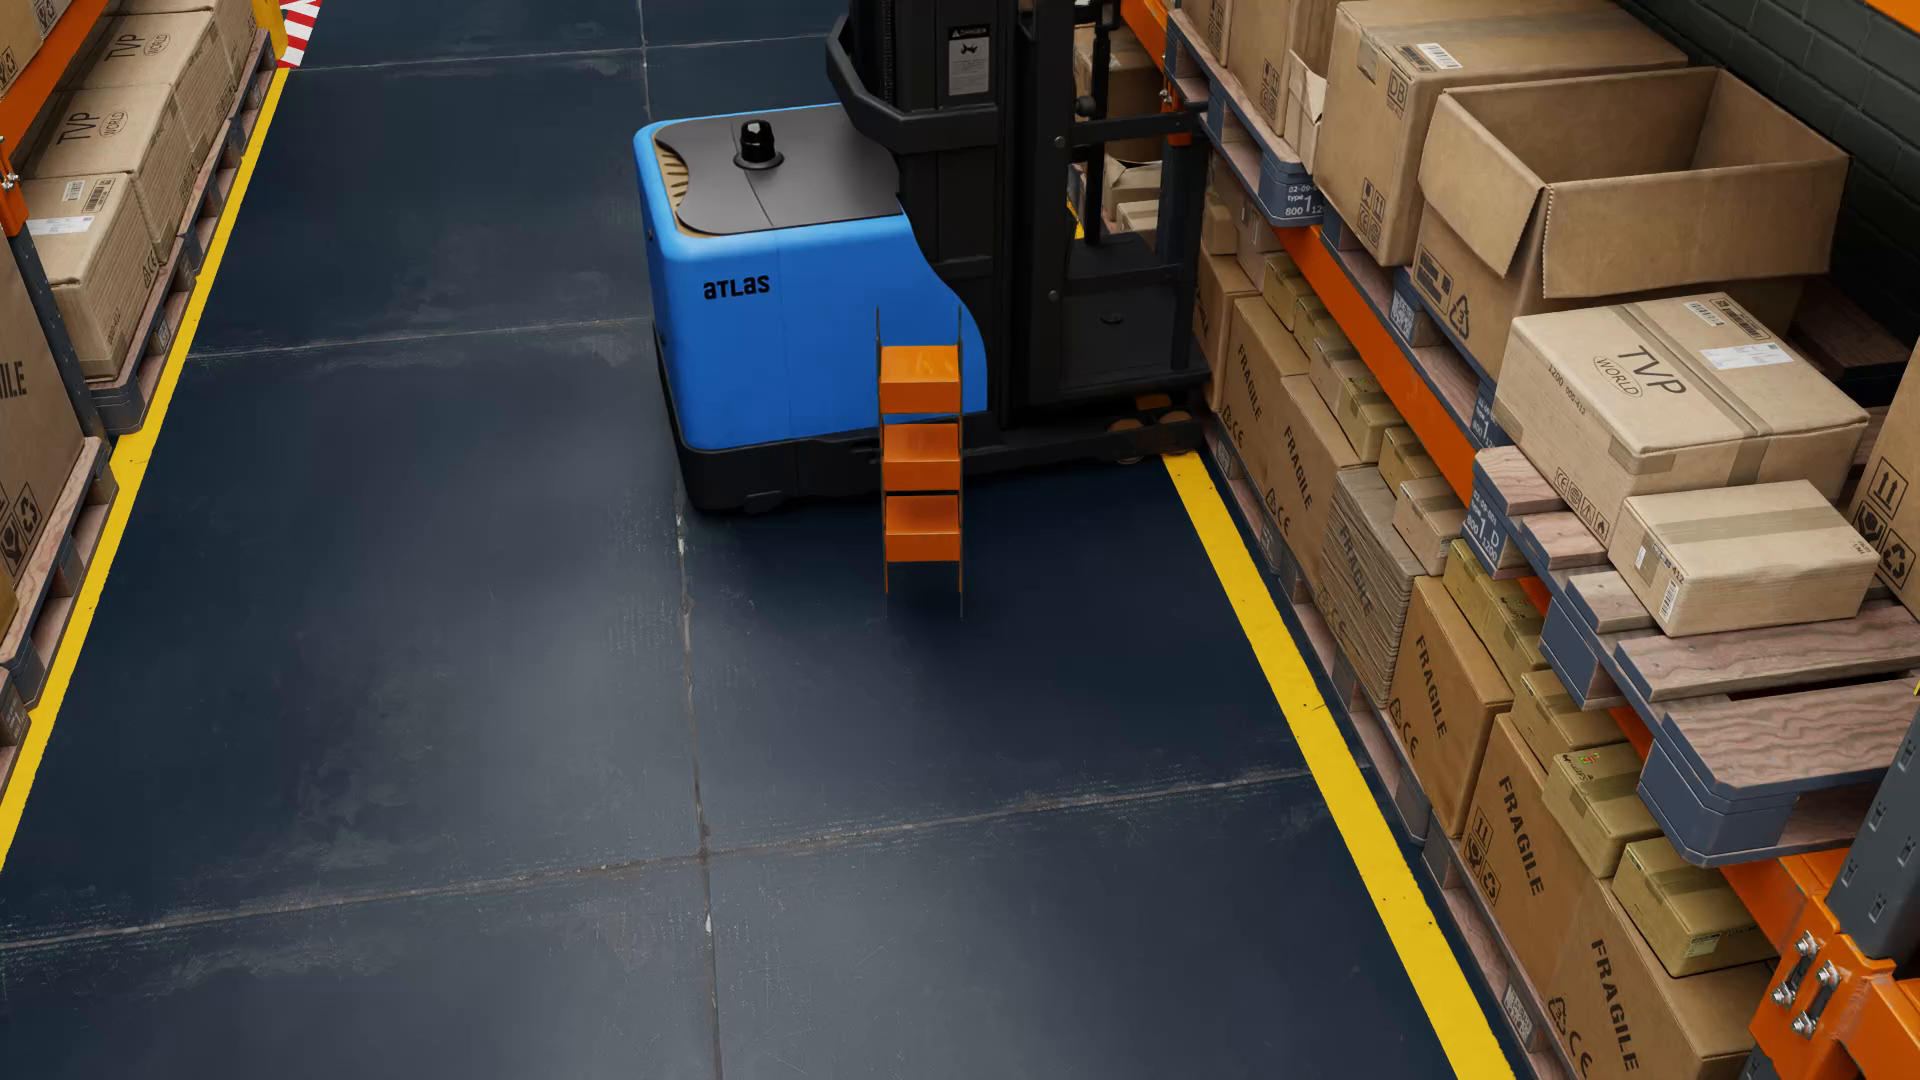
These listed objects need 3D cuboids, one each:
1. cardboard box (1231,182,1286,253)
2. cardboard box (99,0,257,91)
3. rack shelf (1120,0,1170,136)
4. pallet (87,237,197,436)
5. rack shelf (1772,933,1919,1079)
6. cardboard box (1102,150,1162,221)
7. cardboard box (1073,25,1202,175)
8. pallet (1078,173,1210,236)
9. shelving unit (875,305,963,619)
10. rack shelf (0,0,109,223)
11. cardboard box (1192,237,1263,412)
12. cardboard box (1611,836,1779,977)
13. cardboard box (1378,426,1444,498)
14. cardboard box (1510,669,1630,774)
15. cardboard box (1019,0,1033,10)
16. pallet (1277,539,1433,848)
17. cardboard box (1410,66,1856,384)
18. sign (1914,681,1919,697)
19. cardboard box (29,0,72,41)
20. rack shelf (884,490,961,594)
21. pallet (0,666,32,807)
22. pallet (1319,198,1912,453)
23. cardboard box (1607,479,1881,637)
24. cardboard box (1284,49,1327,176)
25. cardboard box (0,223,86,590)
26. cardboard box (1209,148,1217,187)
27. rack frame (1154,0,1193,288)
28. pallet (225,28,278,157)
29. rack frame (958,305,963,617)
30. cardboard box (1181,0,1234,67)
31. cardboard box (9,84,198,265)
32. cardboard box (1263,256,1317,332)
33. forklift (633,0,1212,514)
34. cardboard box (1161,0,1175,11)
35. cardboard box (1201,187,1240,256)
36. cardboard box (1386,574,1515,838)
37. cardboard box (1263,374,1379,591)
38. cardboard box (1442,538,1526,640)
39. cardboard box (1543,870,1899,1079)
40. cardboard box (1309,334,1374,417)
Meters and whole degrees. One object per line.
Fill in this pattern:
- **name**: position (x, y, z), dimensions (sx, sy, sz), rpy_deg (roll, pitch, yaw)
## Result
- **cardboard box**: position (1.152, -1.118, 5.668), dimensions (0.380, 0.149, 0.250), rpy_deg (-8, 39, -10)
- **cardboard box**: position (-4.115, -2.609, 8.409), dimensions (0.875, 0.438, 0.875), rpy_deg (-7, 38, -9)
- **rack shelf**: position (0.907, -2.887, 7.607), dimensions (1.077, 0.370, 4.000), rpy_deg (-6, 38, -8)
- **pallet**: position (-3.685, -0.793, 6.599), dimensions (1.003, 0.211, 1.213), rpy_deg (-6, 38, -8)
- **rack shelf**: position (2.310, 1.945, 1.387), dimensions (1.077, 0.370, 4.000), rpy_deg (-6, 38, -8)
- **cardboard box**: position (0.808, -1.570, 7.212), dimensions (0.396, 0.266, 0.258), rpy_deg (-5, 38, -6)
- **cardboard box**: position (0.864, -2.030, 7.614), dimensions (0.700, 0.500, 0.500), rpy_deg (-8, 38, -10)
- **pallet**: position (1.138, -1.276, 7.221), dimensions (1.003, 0.211, 1.213), rpy_deg (-6, 38, -8)
- **shelving unit**: position (-0.120, -0.221, 5.179), dimensions (0.252, 1.050, 0.215), rpy_deg (-1, 38, -1)
- **rack shelf**: position (-3.979, -2.351, 6.917), dimensions (1.077, 0.370, 4.000), rpy_deg (-6, 38, -8)
- **cardboard box**: position (1.121, -0.825, 6.062), dimensions (0.500, 0.500, 0.500), rpy_deg (-5, 38, -6)
- **cardboard box**: position (1.623, 0.747, 3.510), dimensions (0.380, 0.149, 0.250), rpy_deg (-8, 39, -10)
- **cardboard box**: position (1.425, -0.211, 4.743), dimensions (0.380, 0.149, 0.250), rpy_deg (-6, 38, -8)
- **cardboard box**: position (1.542, 0.422, 3.928), dimensions (0.380, 0.149, 0.250), rpy_deg (-7, 38, -9)
- **cardboard box**: position (0.682, -2.657, 8.421), dimensions (0.700, 0.500, 0.500), rpy_deg (-5, 38, -6)
- **pallet**: position (1.655, 0.364, 5.109), dimensions (1.003, 0.211, 1.213), rpy_deg (-6, 38, -8)
- **cardboard box**: position (1.491, -0.719, 3.805), dimensions (0.797, 0.503, 0.637), rpy_deg (-7, 38, -9)
- **sign**: position (1.427, 0.091, 2.308), dimensions (0.100, 0.325, 0.005), rpy_deg (-6, 38, -8)
- **cardboard box**: position (-3.537, -2.082, 5.904), dimensions (0.500, 0.500, 0.500), rpy_deg (-6, 38, -8)
- **rack shelf**: position (-0.120, 0.007, 5.356), dimensions (0.240, 0.259, 0.215), rpy_deg (-1, 38, -1)
- **pallet**: position (-3.202, 0.871, 4.457), dimensions (1.003, 0.211, 1.213), rpy_deg (-6, 38, -8)
- **pallet**: position (1.614, -0.645, 4.292), dimensions (1.003, 0.211, 1.213), rpy_deg (-6, 38, -8)
- **cardboard box**: position (1.466, 0.031, 3.128), dimensions (0.380, 0.149, 0.250), rpy_deg (-6, 38, -7)
- **cardboard box**: position (1.124, -1.195, 4.611), dimensions (0.396, 0.266, 0.258), rpy_deg (-4, 38, -6)
- **cardboard box**: position (-3.441, -0.388, 5.193), dimensions (0.875, 0.875, 0.875), rpy_deg (-5, 38, -7)
- **cardboard box**: position (1.375, -1.491, 7.074), dimensions (0.500, 0.311, 0.500), rpy_deg (-5, 38, -6)
- **rack frame**: position (1.258, -1.963, 5.832), dimensions (1.000, 3.000, 0.127), rpy_deg (-6, 38, -8)
- **pallet**: position (-4.112, -2.267, 8.496), dimensions (1.003, 0.211, 1.213), rpy_deg (-6, 38, -8)
- **rack frame**: position (0.002, -0.223, 5.182), dimensions (0.008, 1.050, 0.200), rpy_deg (-1, 38, -1)
- **cardboard box**: position (1.122, -1.852, 5.265), dimensions (0.700, 0.500, 0.500), rpy_deg (-5, 38, -7)
- **cardboard box**: position (-3.790, -1.512, 6.998), dimensions (0.875, 0.438, 0.875), rpy_deg (-7, 38, -9)
- **cardboard box**: position (1.240, -0.840, 5.552), dimensions (0.380, 0.149, 0.250), rpy_deg (-8, 39, -10)
- **forklift**: position (0.401, -1.740, 5.600), dimensions (3.031, 2.935, 1.130), rpy_deg (-9, 39, -12)
- **cardboard box**: position (0.953, -2.029, 6.122), dimensions (0.380, 0.149, 0.250), rpy_deg (-6, 38, -7)
- **cardboard box**: position (1.059, -1.152, 5.955), dimensions (0.380, 0.149, 0.250), rpy_deg (-5, 38, -6)
- **cardboard box**: position (1.502, 0.423, 4.456), dimensions (0.500, 0.500, 0.500), rpy_deg (-5, 38, -6)
- **cardboard box**: position (1.307, -0.203, 5.261), dimensions (0.500, 0.500, 0.500), rpy_deg (-7, 38, -9)
- **cardboard box**: position (1.496, 0.107, 4.334), dimensions (0.380, 0.149, 0.250), rpy_deg (-7, 38, -9)
- **cardboard box**: position (1.673, 1.042, 3.659), dimensions (0.500, 0.500, 0.500), rpy_deg (-5, 38, -7)
- **cardboard box**: position (1.308, -0.521, 5.142), dimensions (0.380, 0.149, 0.250), rpy_deg (-6, 38, -8)
